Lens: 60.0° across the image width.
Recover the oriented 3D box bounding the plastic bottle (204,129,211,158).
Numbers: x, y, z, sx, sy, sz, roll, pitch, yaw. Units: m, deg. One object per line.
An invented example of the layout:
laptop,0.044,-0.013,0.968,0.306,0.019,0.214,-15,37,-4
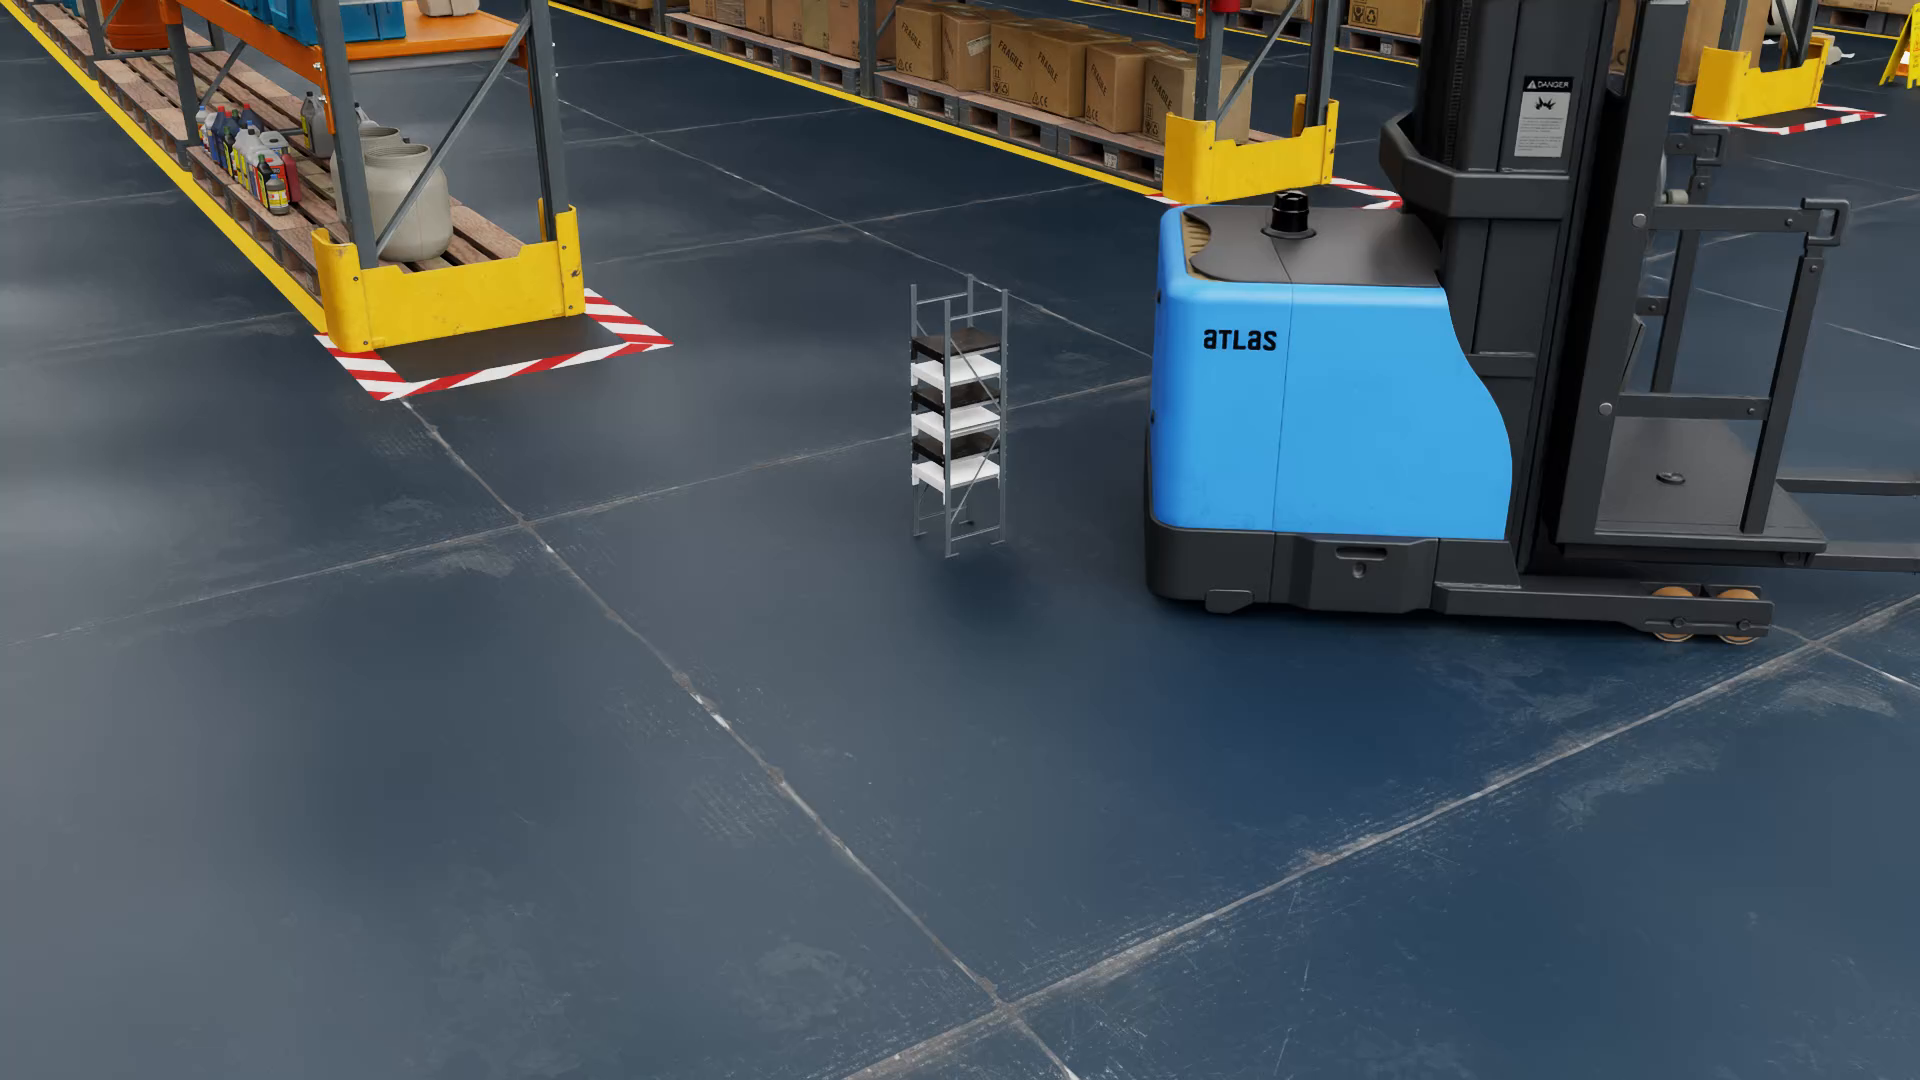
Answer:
plastic bottle,-4.570,-2.450,10.189,0.097,0.201,0.097,0,25,0

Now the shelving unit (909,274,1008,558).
shelving unit,-0.004,-0.410,5.564,0.258,0.900,0.210,-16,29,-30

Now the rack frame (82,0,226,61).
rack frame,-6.672,-5.236,13.328,1.000,3.000,0.127,-16,29,-30

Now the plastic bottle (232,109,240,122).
plastic bottle,-4.393,-2.476,10.147,0.061,0.283,0.133,-16,29,-30

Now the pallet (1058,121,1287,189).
pallet,1.390,-2.594,10.998,1.003,0.211,1.213,-16,29,-30

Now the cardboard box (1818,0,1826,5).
cardboard box,8.653,-5.564,16.752,0.500,0.250,0.500,-16,30,-30

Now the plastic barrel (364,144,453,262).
plastic barrel,-2.728,-1.657,8.169,0.421,0.512,0.421,0,25,0

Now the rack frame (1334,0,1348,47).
rack frame,3.873,-6.080,15.115,1.000,3.000,0.127,-16,29,-30

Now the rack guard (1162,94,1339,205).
rack guard,1.804,-2.426,10.303,1.175,0.500,0.348,-16,29,-30

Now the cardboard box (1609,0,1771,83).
cardboard box,5.631,-4.105,12.929,0.875,0.875,0.875,-15,29,-29

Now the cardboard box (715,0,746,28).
cardboard box,-1.826,-5.029,15.301,0.700,0.500,0.500,-18,31,-34

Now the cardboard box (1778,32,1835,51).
cardboard box,7.741,-4.547,15.208,0.380,0.149,0.250,-1,25,-3

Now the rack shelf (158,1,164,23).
rack shelf,-5.580,-4.196,11.967,1.077,0.370,4.000,-16,29,-30

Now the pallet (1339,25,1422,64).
pallet,4.222,-4.528,15.095,1.003,0.211,1.213,-16,29,-30

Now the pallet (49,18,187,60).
pallet,-7.799,-4.683,15.424,1.003,0.211,1.213,-16,29,-30

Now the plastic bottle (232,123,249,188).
plastic bottle,-4.060,-2.202,9.488,0.144,0.351,0.185,-16,30,-30

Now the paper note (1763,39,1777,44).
paper note,7.627,-4.704,15.692,0.148,0.019,0.142,-6,26,-12

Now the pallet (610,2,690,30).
pallet,-2.889,-5.429,17.003,1.003,0.211,1.213,-16,29,-30

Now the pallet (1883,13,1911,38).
pallet,9.693,-4.904,15.890,1.003,0.211,1.213,-16,29,-30

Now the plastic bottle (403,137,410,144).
plastic bottle,-3.141,-2.152,9.461,0.061,0.283,0.133,-15,29,-29

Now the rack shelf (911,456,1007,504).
rack shelf,-0.004,-0.217,5.655,0.258,0.077,0.200,-16,29,-30

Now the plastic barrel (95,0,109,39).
plastic barrel,-7.336,-4.653,14.516,0.421,0.512,0.421,0,25,0

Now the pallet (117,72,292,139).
pallet,-5.619,-3.253,12.394,1.003,0.211,1.213,-16,29,-30

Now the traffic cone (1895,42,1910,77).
traffic cone,8.088,-4.164,14.029,0.336,0.463,0.334,-16,29,-30

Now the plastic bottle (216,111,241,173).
plastic bottle,-4.292,-2.354,9.810,0.144,0.351,0.185,-17,30,-32

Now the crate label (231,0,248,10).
crate label,-3.536,-2.986,8.520,0.502,0.435,0.616,-16,29,-30

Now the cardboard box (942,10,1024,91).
cardboard box,0.166,-3.664,12.434,0.500,0.500,0.500,-6,26,-13

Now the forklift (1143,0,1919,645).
forklift,2.139,-1.244,4.952,3.031,2.935,1.130,2,25,5

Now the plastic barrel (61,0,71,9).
plastic barrel,-8.573,-5.709,16.297,0.600,0.901,0.708,-16,29,-30

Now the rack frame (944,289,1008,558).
rack frame,0.051,-0.373,5.487,0.240,0.900,0.006,-16,29,-30

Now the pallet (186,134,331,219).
pallet,-4.156,-2.295,10.363,1.003,0.211,1.213,-16,29,-30

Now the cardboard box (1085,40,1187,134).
cardboard box,1.163,-3.022,11.073,0.500,0.500,0.500,-8,26,-16

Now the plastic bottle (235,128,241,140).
plastic bottle,-4.180,-2.274,9.734,0.097,0.271,0.097,0,25,0

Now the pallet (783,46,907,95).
pallet,-0.764,-3.977,13.927,1.003,0.211,1.213,-16,29,-30

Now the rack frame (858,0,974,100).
rack frame,-0.338,-4.960,12.743,1.000,3.000,0.127,-16,29,-30

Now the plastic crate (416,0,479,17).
plastic crate,-2.523,-2.651,8.160,0.298,0.136,0.250,-16,29,-30

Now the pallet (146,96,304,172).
pallet,-4.949,-2.816,11.469,1.003,0.211,1.213,-16,29,-30

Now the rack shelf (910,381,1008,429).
rack shelf,-0.004,-0.461,5.540,0.258,0.077,0.200,-16,29,-30

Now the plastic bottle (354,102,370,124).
plastic bottle,-3.614,-2.459,10.033,0.144,0.351,0.185,-16,29,-30

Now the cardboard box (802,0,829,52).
cardboard box,-0.900,-4.428,14.029,0.700,0.500,0.500,-16,29,-30

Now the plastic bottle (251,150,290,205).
plastic bottle,-3.789,-1.993,9.134,0.152,0.276,0.135,-15,29,-29

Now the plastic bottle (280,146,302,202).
plastic bottle,-3.700,-2.022,9.185,0.061,0.283,0.133,-16,29,-30
